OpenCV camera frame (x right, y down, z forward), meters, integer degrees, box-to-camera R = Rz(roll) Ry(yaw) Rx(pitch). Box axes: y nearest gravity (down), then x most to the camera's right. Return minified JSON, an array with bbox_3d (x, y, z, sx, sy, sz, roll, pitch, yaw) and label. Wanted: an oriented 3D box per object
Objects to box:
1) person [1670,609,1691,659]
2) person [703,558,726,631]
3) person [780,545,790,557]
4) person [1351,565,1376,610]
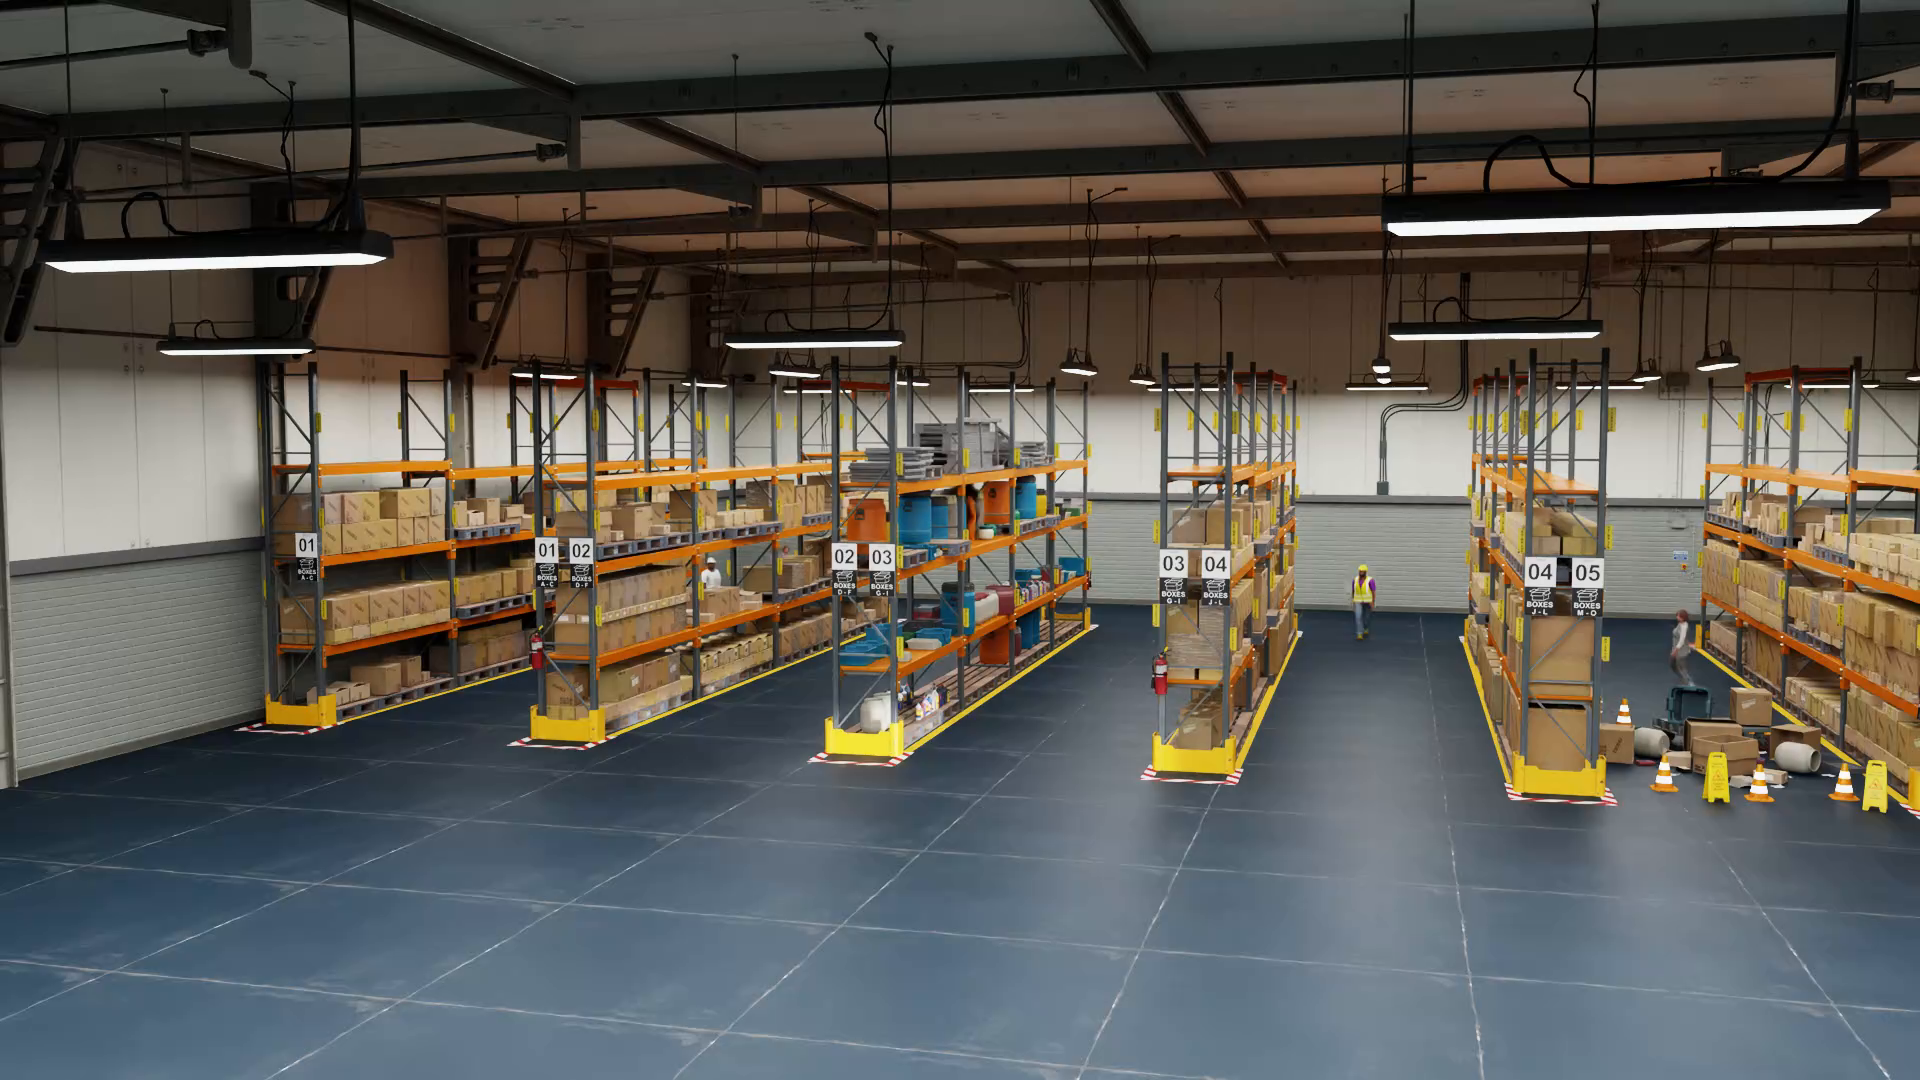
[{"bbox_3d":[13.160,1.719,30.315,0.325,0.915,0.473,4,5,42],"label":"person"},{"bbox_3d":[-5.932,1.310,40.003,0.408,1.785,0.598,2,5,29],"label":"person"},{"bbox_3d":[-4.884,0.935,46.444,0.561,1.578,0.404,2,4,21],"label":"person"},{"bbox_3d":[9.347,1.107,38.503,0.545,1.056,0.638,1,4,11],"label":"person"}]
